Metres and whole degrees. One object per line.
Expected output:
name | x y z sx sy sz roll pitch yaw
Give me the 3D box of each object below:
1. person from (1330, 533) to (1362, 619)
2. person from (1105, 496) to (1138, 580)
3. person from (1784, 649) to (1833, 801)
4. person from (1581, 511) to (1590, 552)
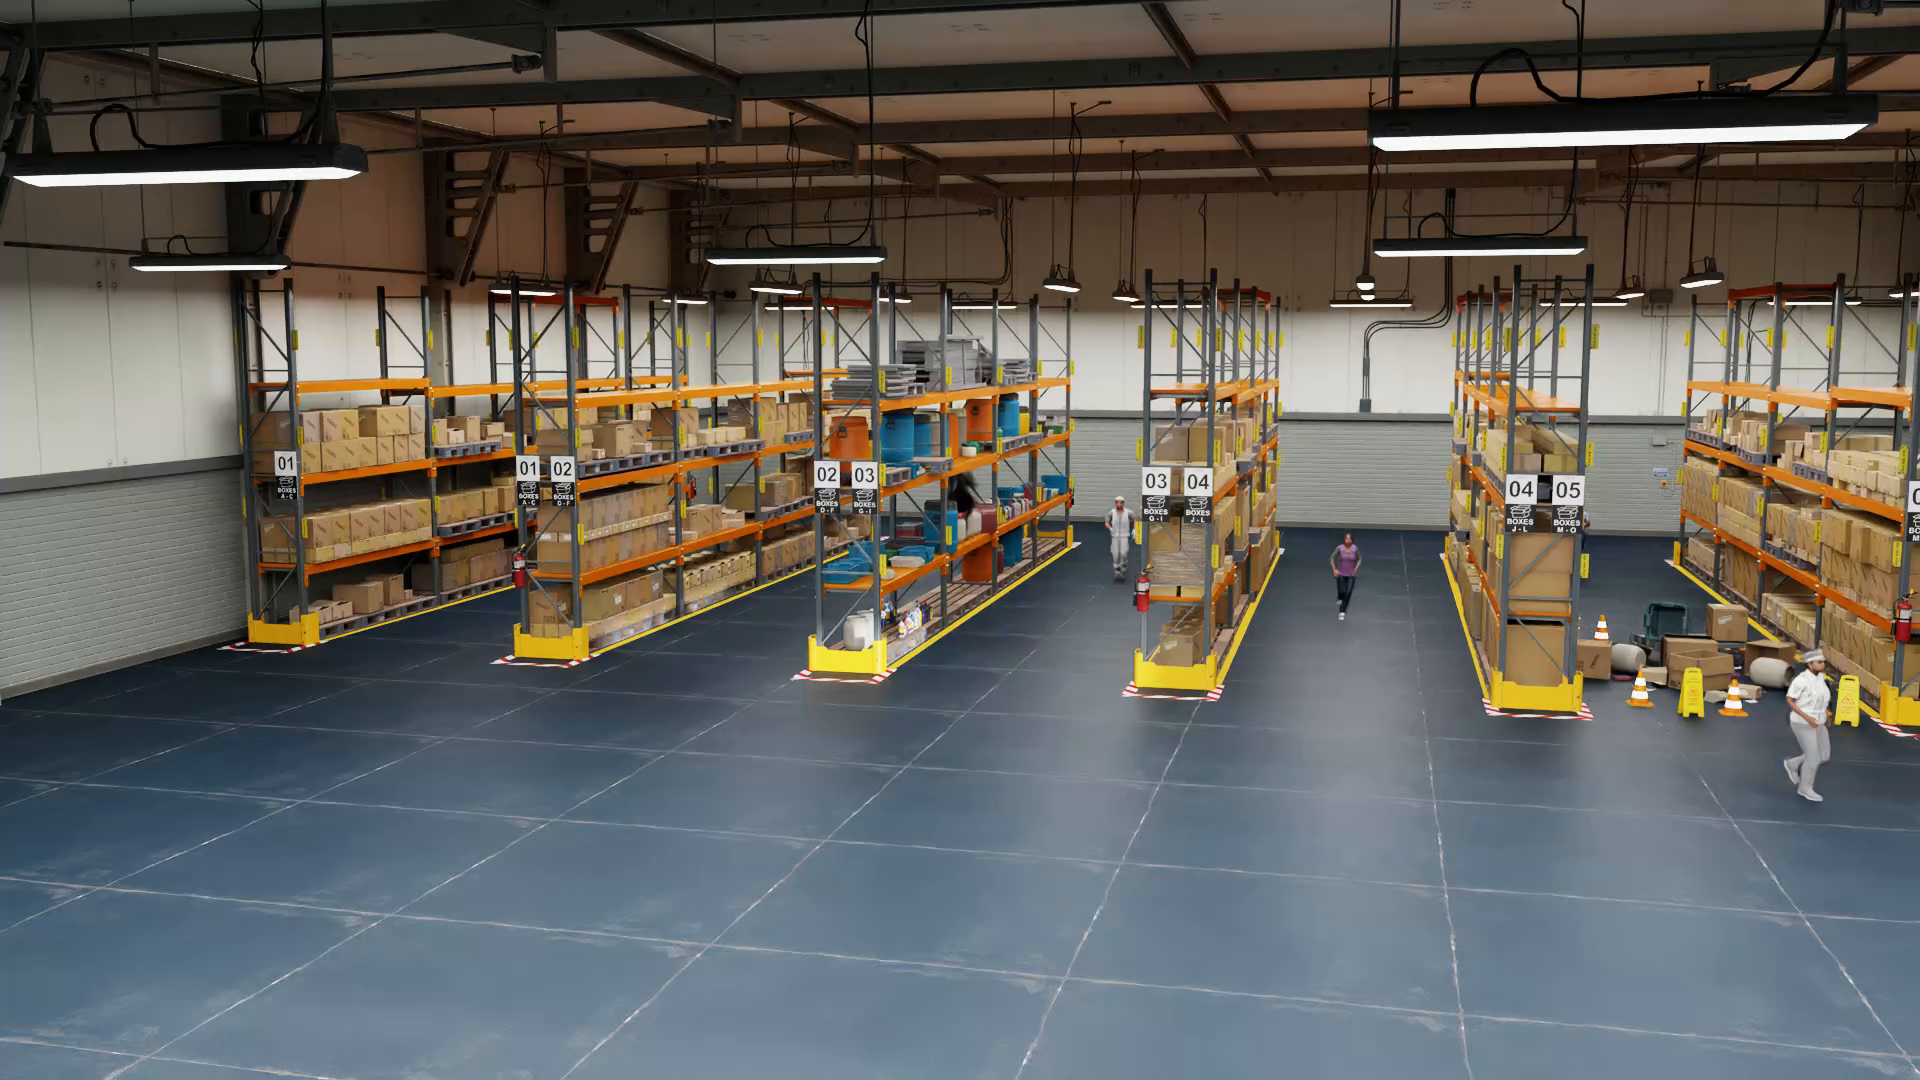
person | 6.979 0.643 30.064 0.552 1.558 0.529 1 7 6
person | 3.360 -0.037 34.750 0.686 1.773 0.657 1 7 9
person | 9.294 2.003 18.269 0.594 1.671 0.515 -4 8 -28
person | 13.179 -0.075 35.648 0.599 1.602 0.646 1 7 9
